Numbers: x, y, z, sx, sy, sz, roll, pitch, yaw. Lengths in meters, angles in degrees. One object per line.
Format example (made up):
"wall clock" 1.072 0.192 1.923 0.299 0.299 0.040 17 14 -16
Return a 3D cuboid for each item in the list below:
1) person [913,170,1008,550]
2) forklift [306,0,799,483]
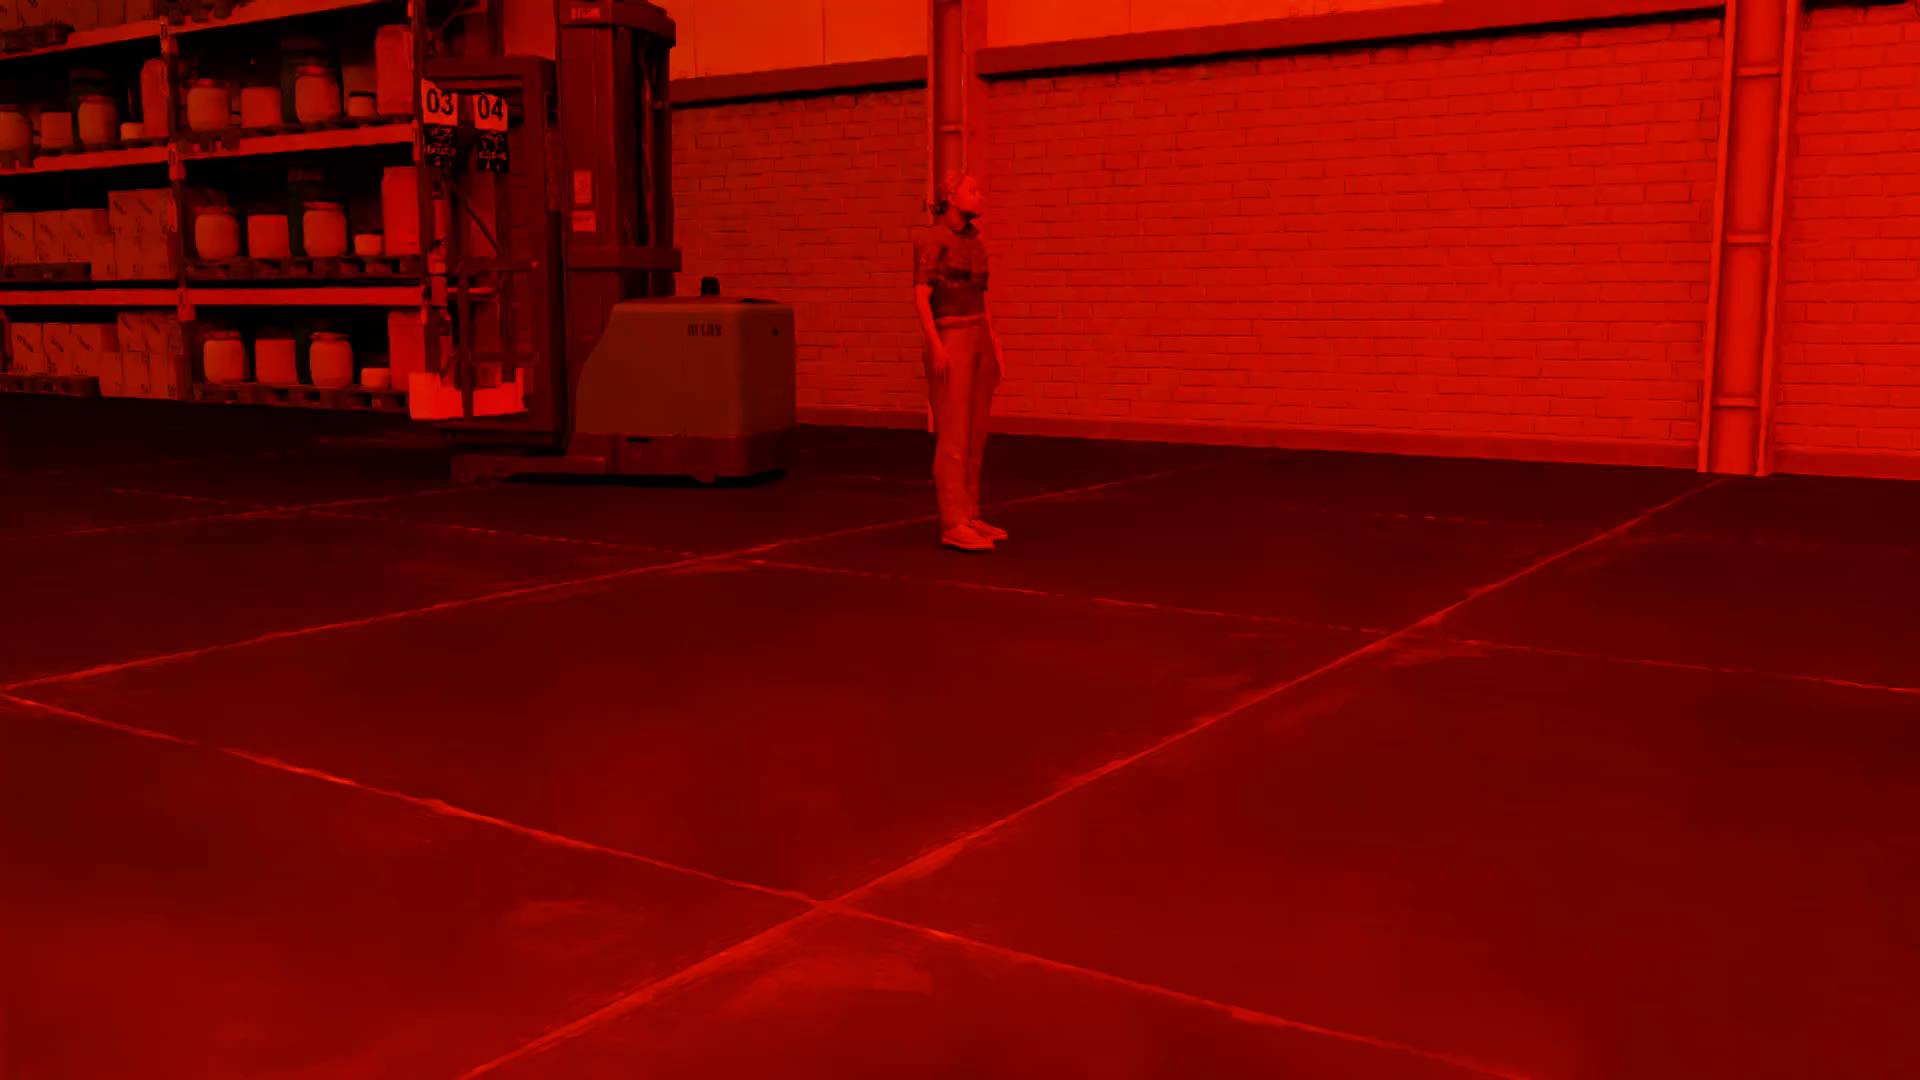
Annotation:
"person" 0.063 -0.817 7.421 0.501 1.654 0.570 5 10 34
"forklift" -2.599 -1.868 10.328 3.031 2.935 1.130 2 8 14
